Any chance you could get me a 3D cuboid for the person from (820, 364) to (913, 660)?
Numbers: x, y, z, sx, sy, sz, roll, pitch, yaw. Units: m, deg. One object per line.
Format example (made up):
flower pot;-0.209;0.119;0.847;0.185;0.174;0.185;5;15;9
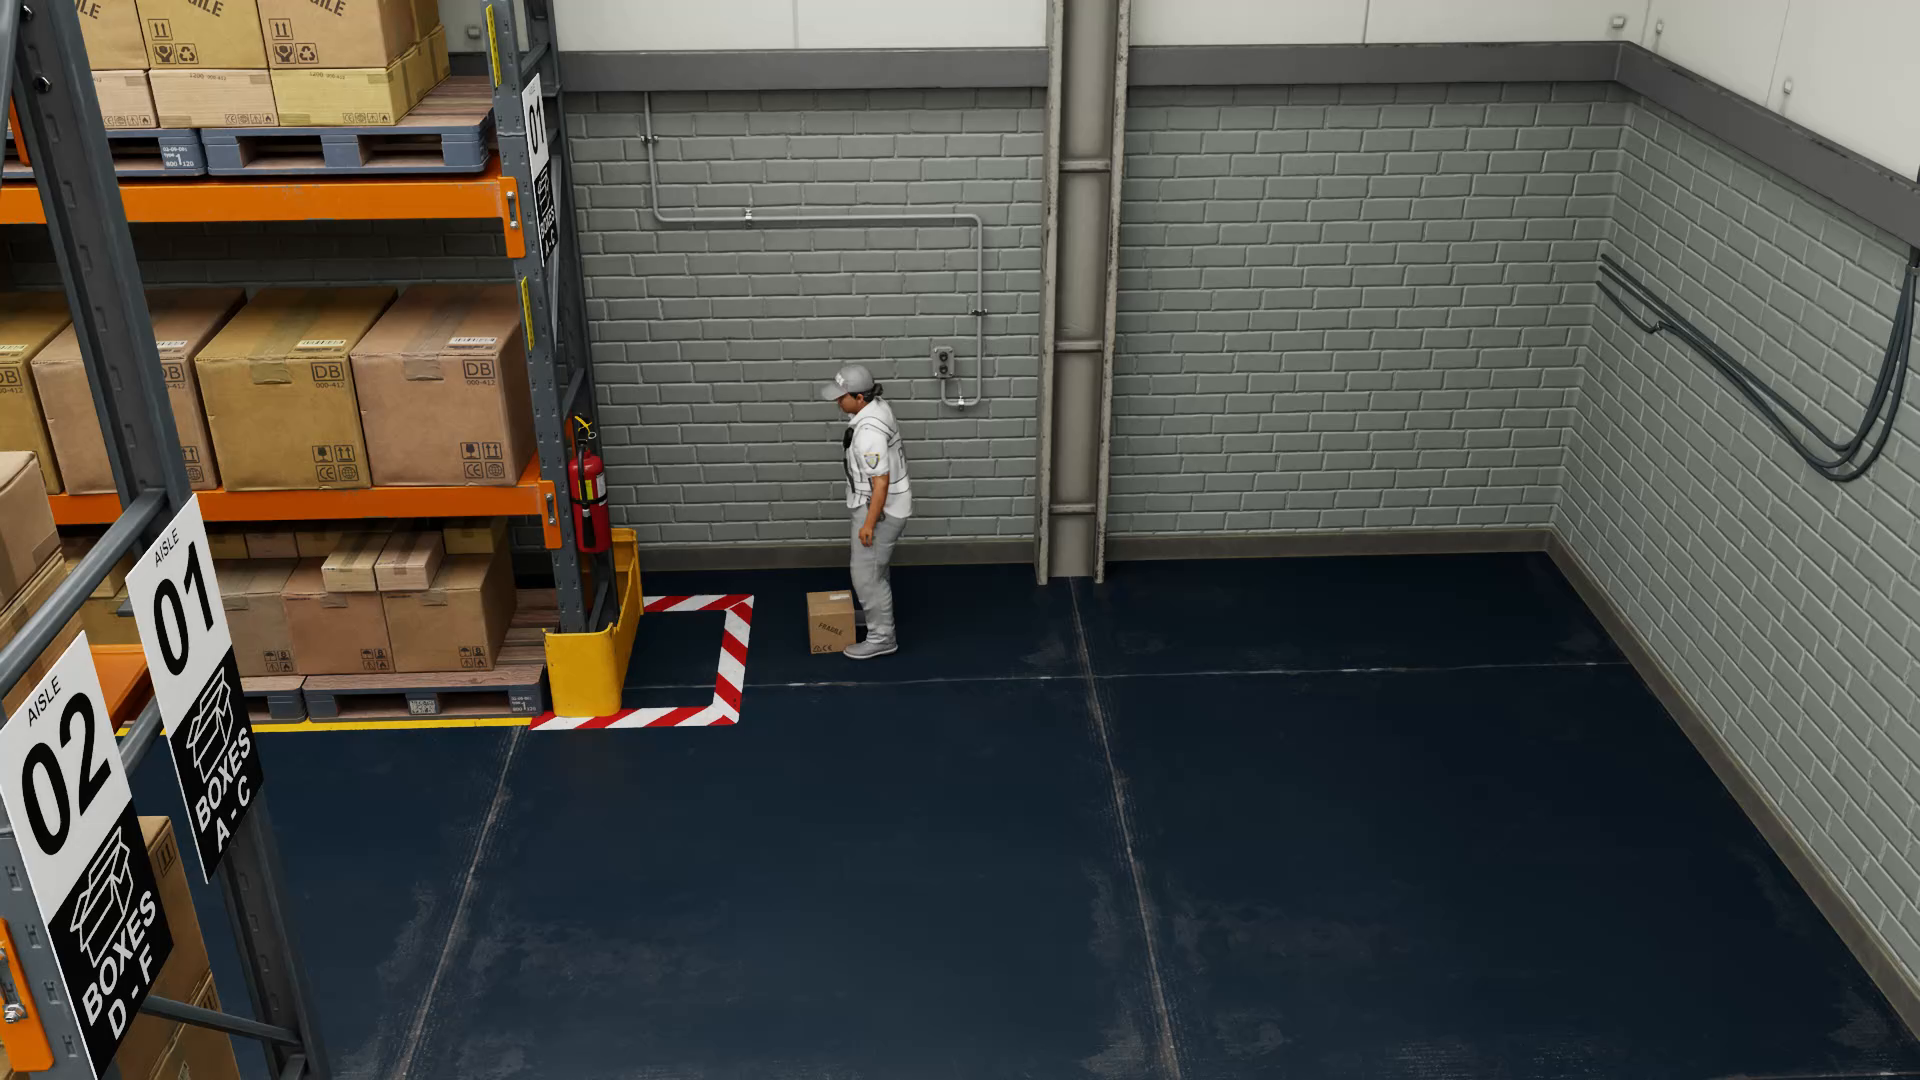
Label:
person;-0.493;-0.177;8.951;0.465;1.665;0.542;-3;28;-5
